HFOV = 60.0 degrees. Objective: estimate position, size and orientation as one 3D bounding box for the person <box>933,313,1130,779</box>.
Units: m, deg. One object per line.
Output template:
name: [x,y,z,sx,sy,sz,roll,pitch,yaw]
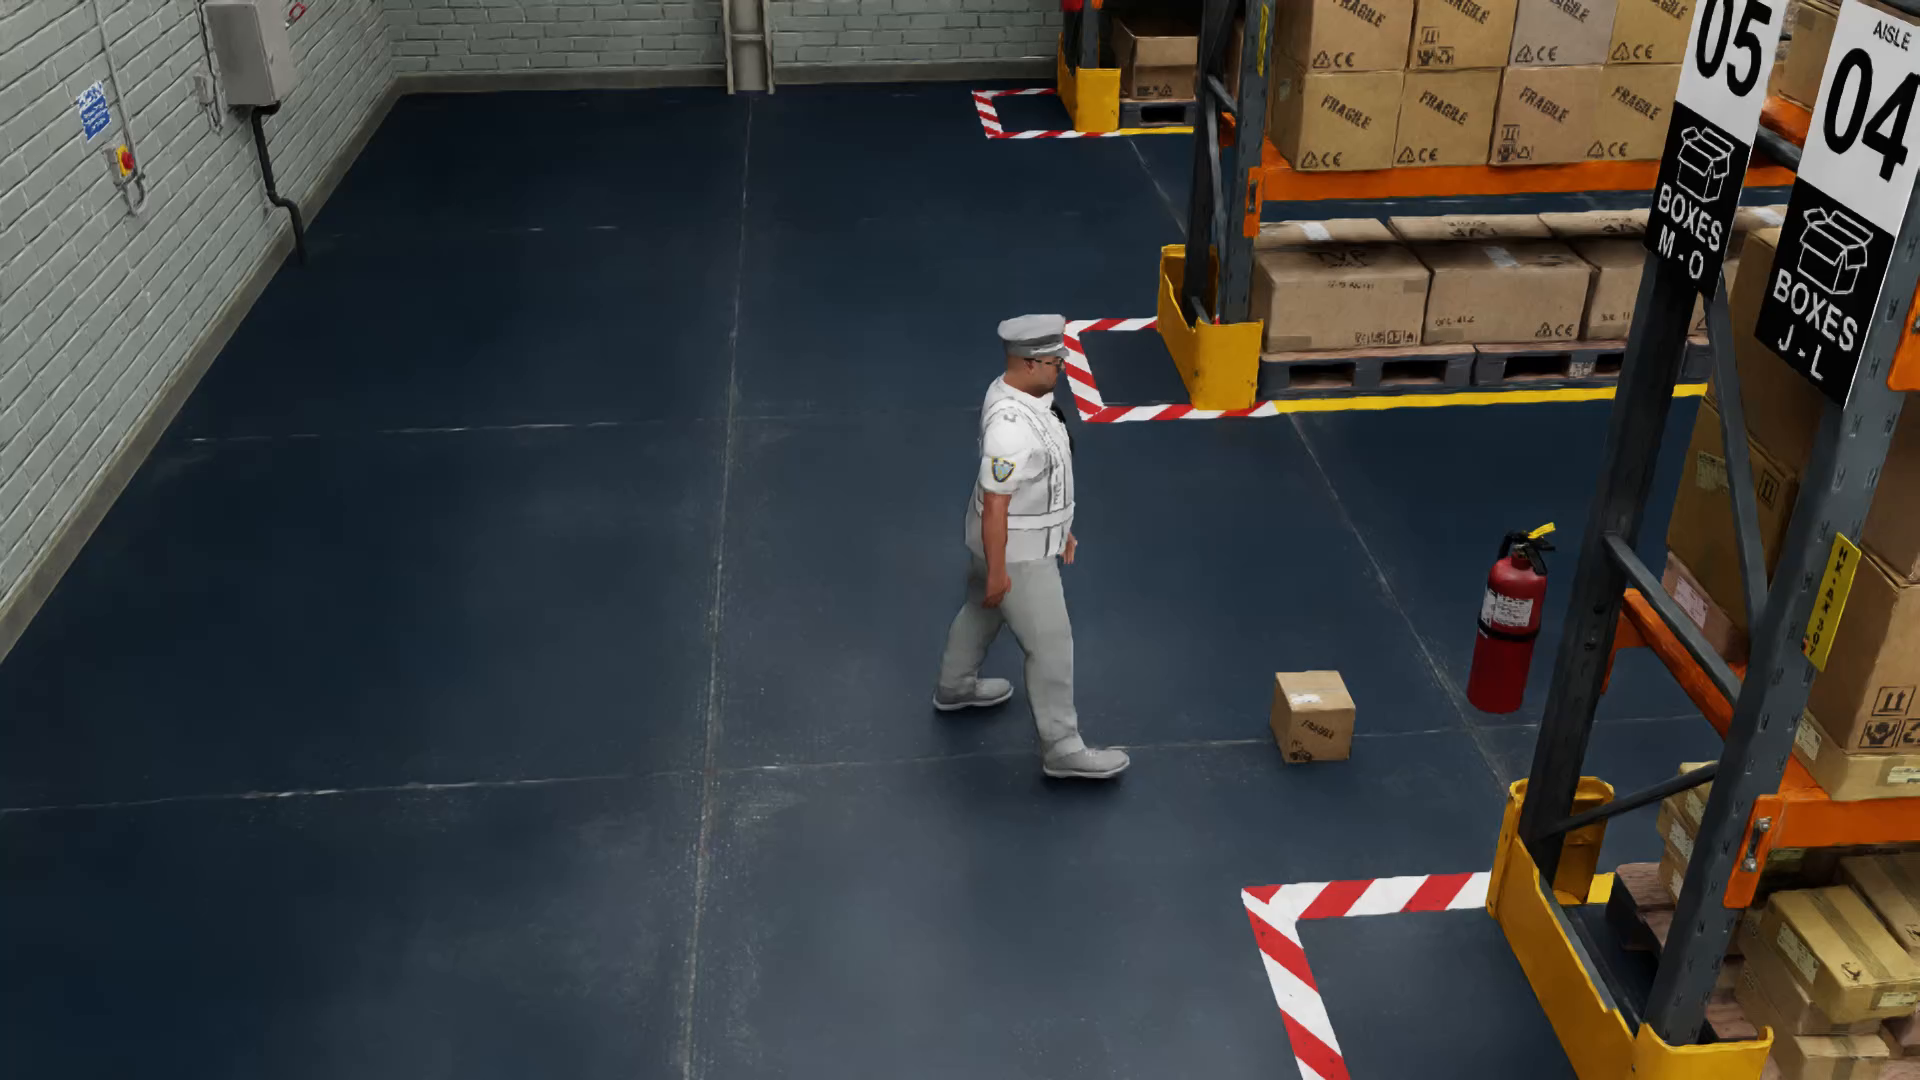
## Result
person: [0.268,0.019,6.086,0.753,1.713,0.660,0,31,0]
